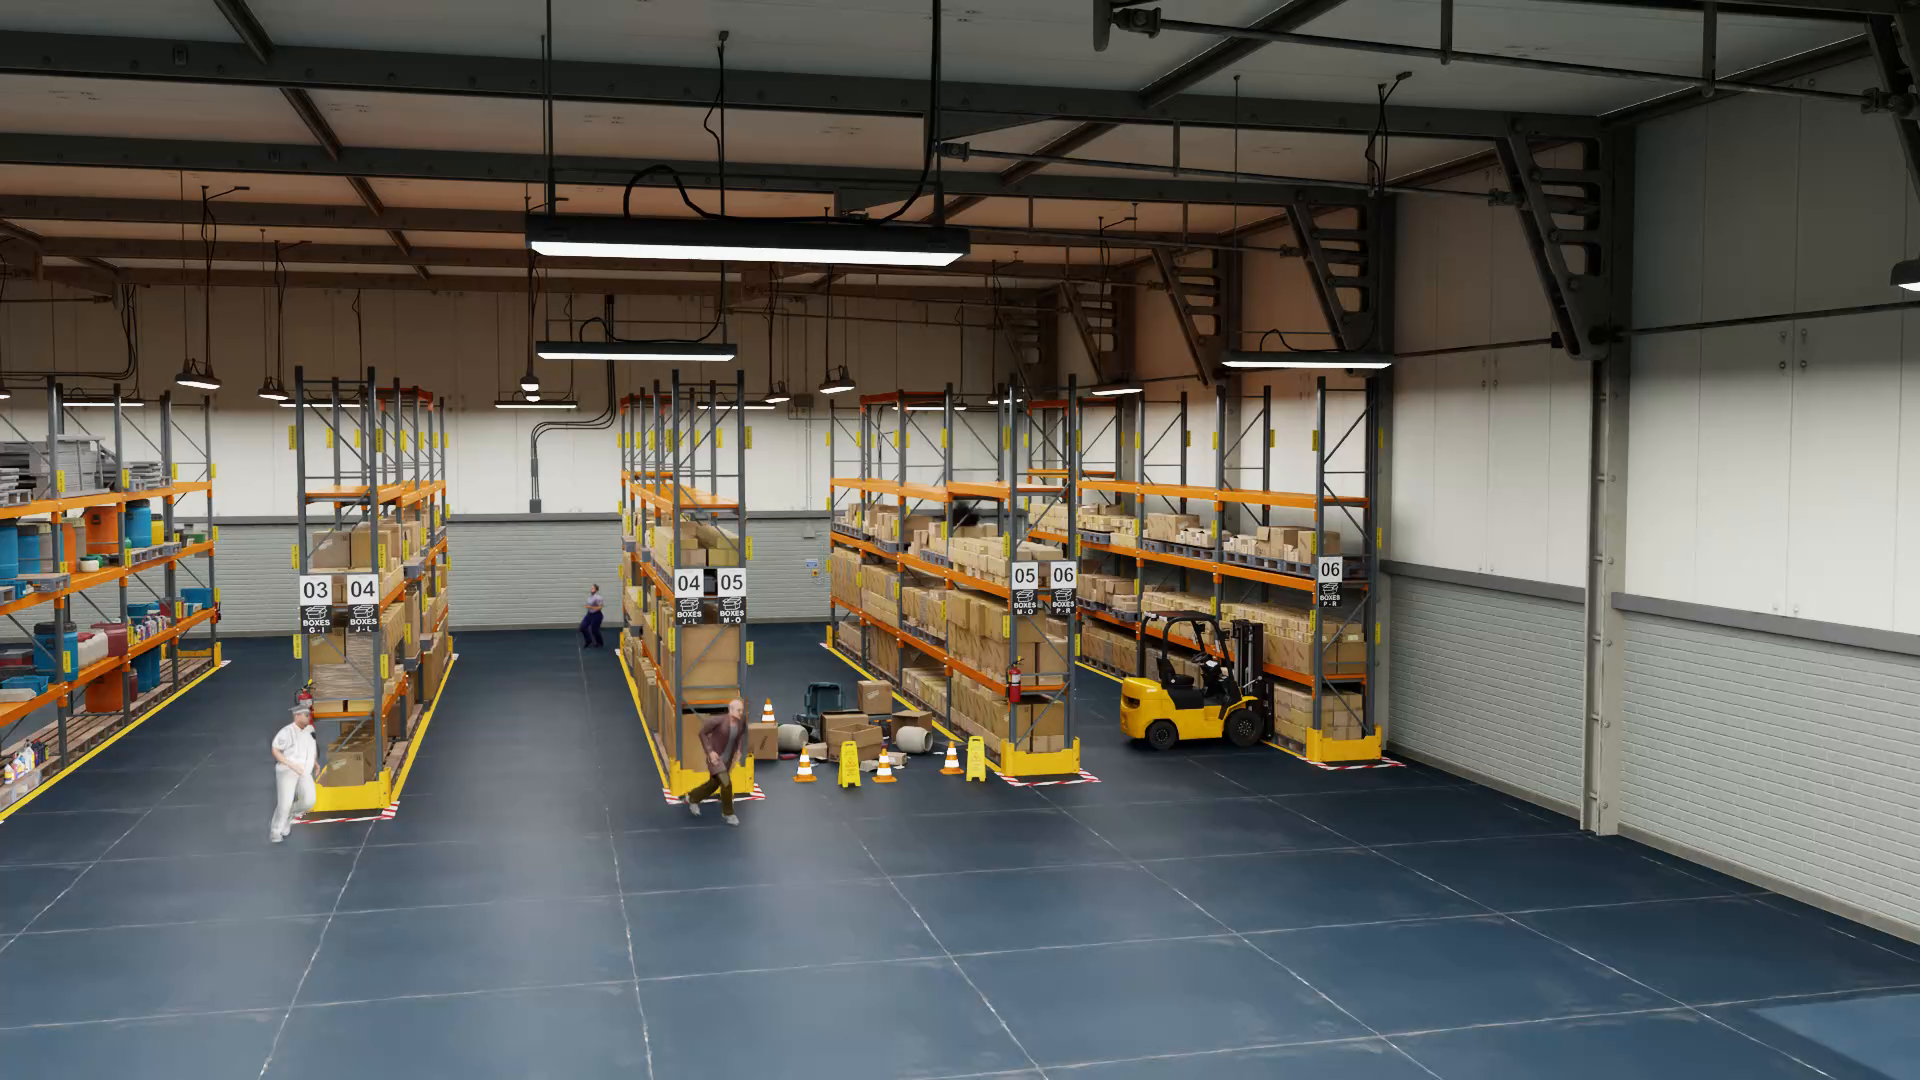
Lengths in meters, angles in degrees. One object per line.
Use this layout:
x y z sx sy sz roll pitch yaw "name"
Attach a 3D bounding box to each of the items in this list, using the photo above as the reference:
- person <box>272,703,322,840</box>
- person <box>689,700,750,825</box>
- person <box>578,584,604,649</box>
-8.306 2.904 20.979 0.630 1.705 0.717 2 4 32 "person"
-3.182 2.904 21.921 1.049 1.671 0.691 3 5 41 "person"
-8.795 1.857 39.970 0.769 1.649 0.661 3 5 45 "person"
